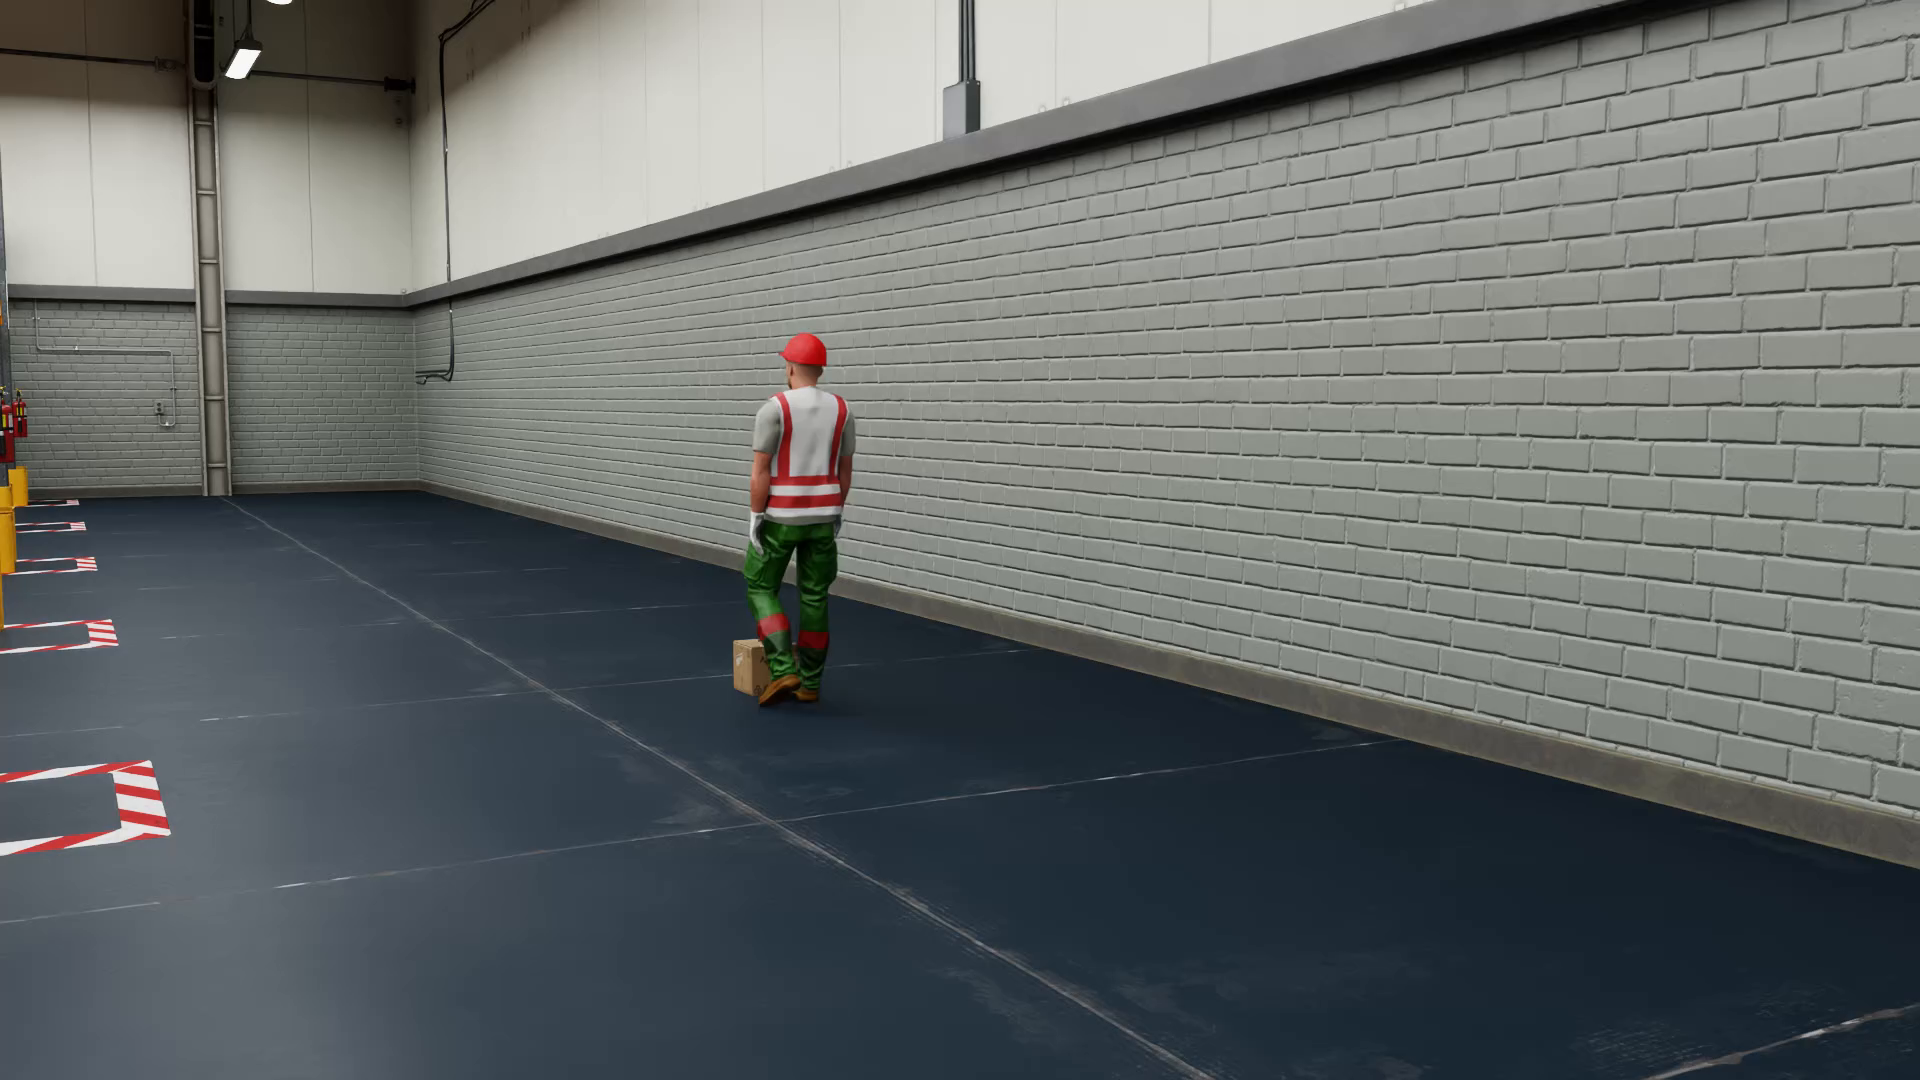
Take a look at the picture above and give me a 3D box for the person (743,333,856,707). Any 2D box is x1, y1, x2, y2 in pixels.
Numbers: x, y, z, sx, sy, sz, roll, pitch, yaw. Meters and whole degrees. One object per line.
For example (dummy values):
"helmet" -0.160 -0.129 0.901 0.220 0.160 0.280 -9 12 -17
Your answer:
"person" -0.799 -0.096 8.066 0.550 1.800 0.532 -3 6 -28
